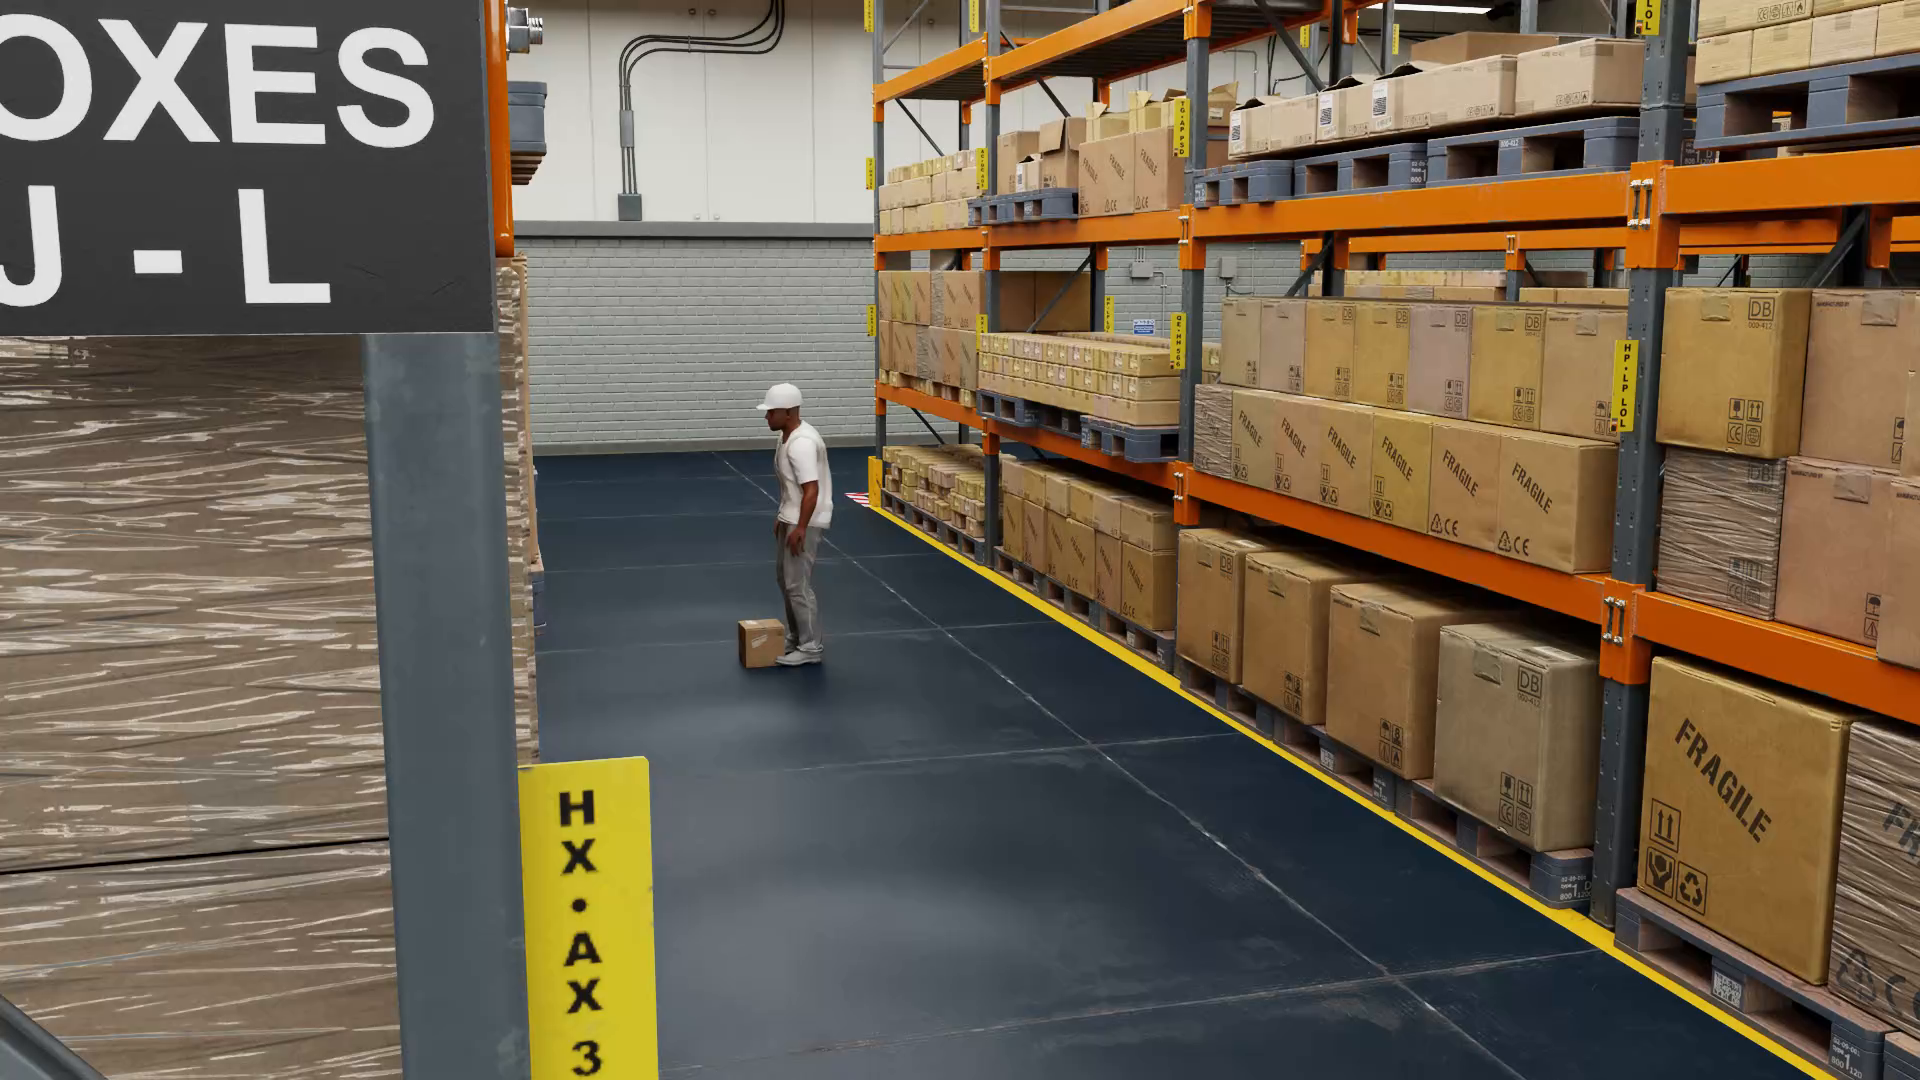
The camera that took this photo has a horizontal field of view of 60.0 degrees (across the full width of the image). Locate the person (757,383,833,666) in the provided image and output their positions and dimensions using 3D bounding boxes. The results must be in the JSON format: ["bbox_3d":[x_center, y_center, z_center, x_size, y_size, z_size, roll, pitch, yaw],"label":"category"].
[{"bbox_3d":[-1.040,-0.106,10.468,0.457,1.761,0.628,-3,10,-16],"label":"person"}]
